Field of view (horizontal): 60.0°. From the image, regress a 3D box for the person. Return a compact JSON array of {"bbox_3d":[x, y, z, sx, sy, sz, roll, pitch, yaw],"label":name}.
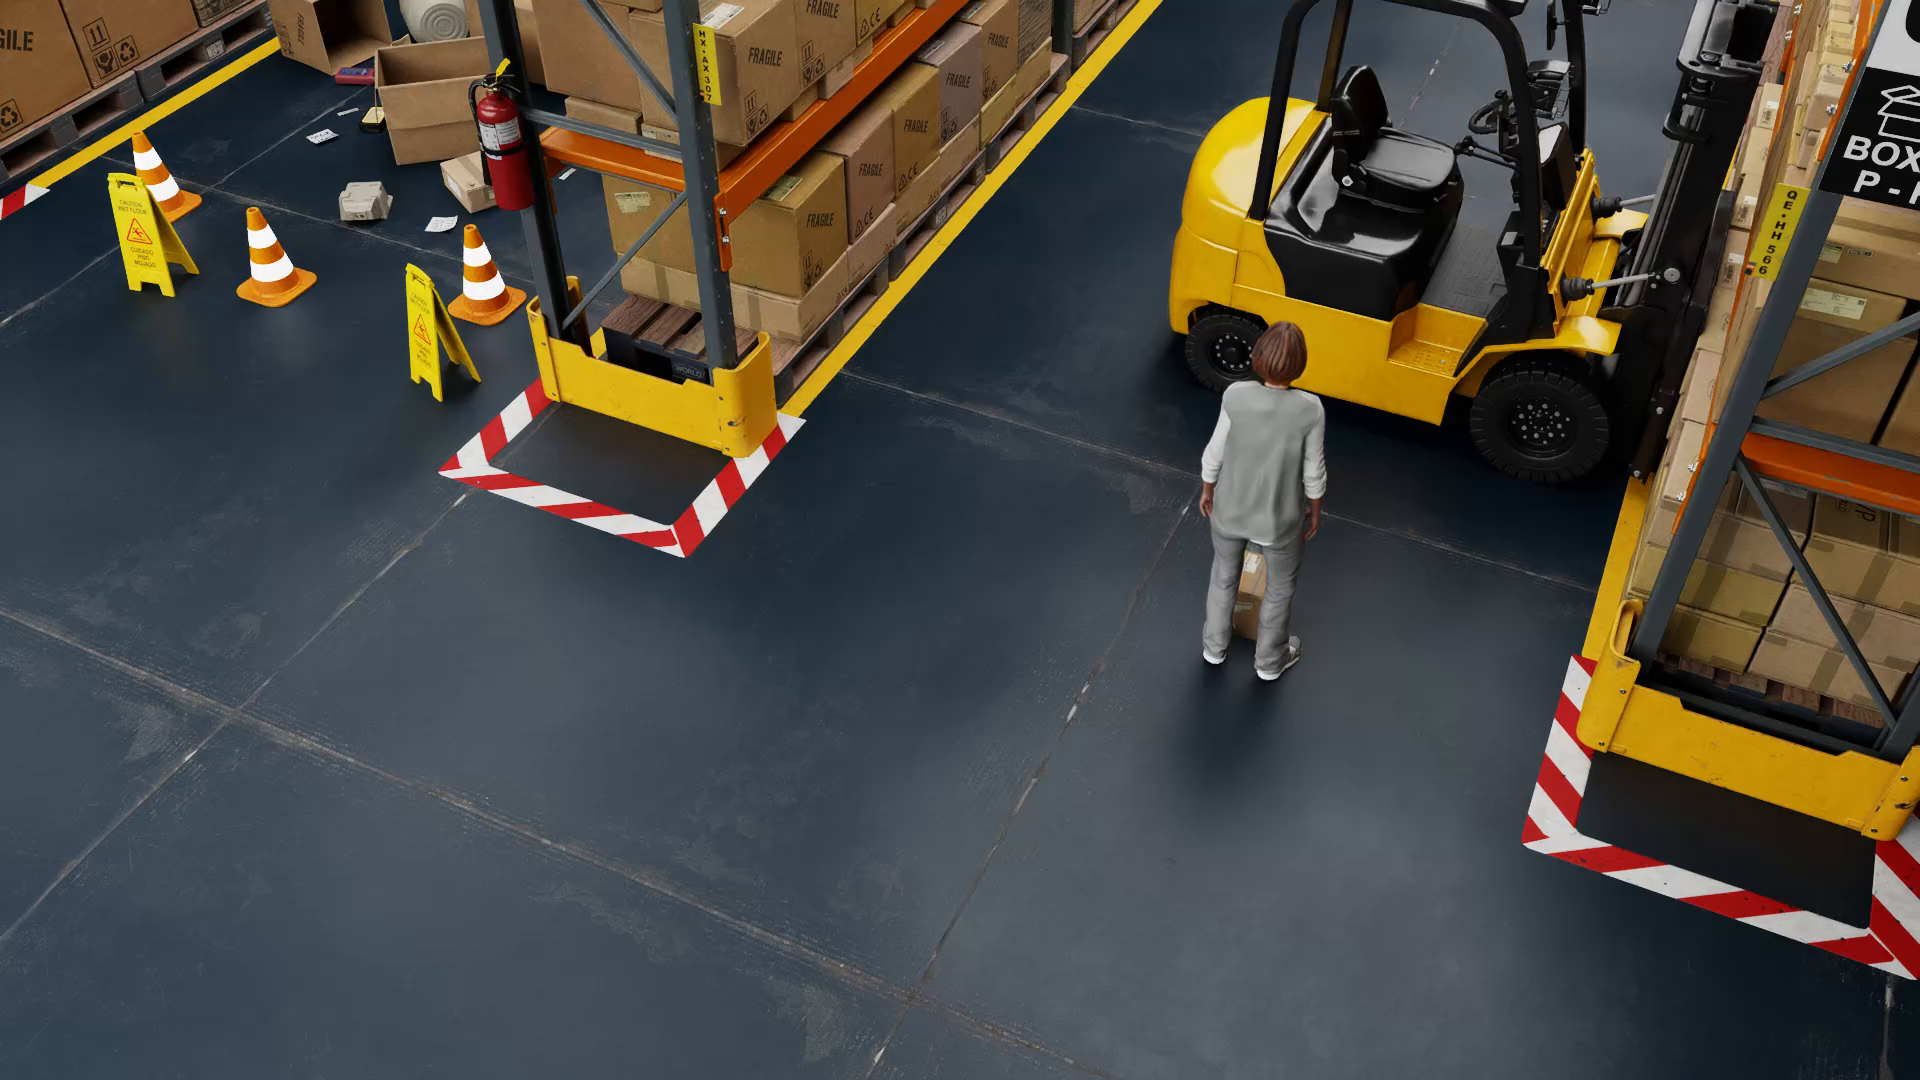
[{"bbox_3d":[1.137,-0.111,6.290,0.484,1.592,0.346,15,45,16],"label":"person"}]
